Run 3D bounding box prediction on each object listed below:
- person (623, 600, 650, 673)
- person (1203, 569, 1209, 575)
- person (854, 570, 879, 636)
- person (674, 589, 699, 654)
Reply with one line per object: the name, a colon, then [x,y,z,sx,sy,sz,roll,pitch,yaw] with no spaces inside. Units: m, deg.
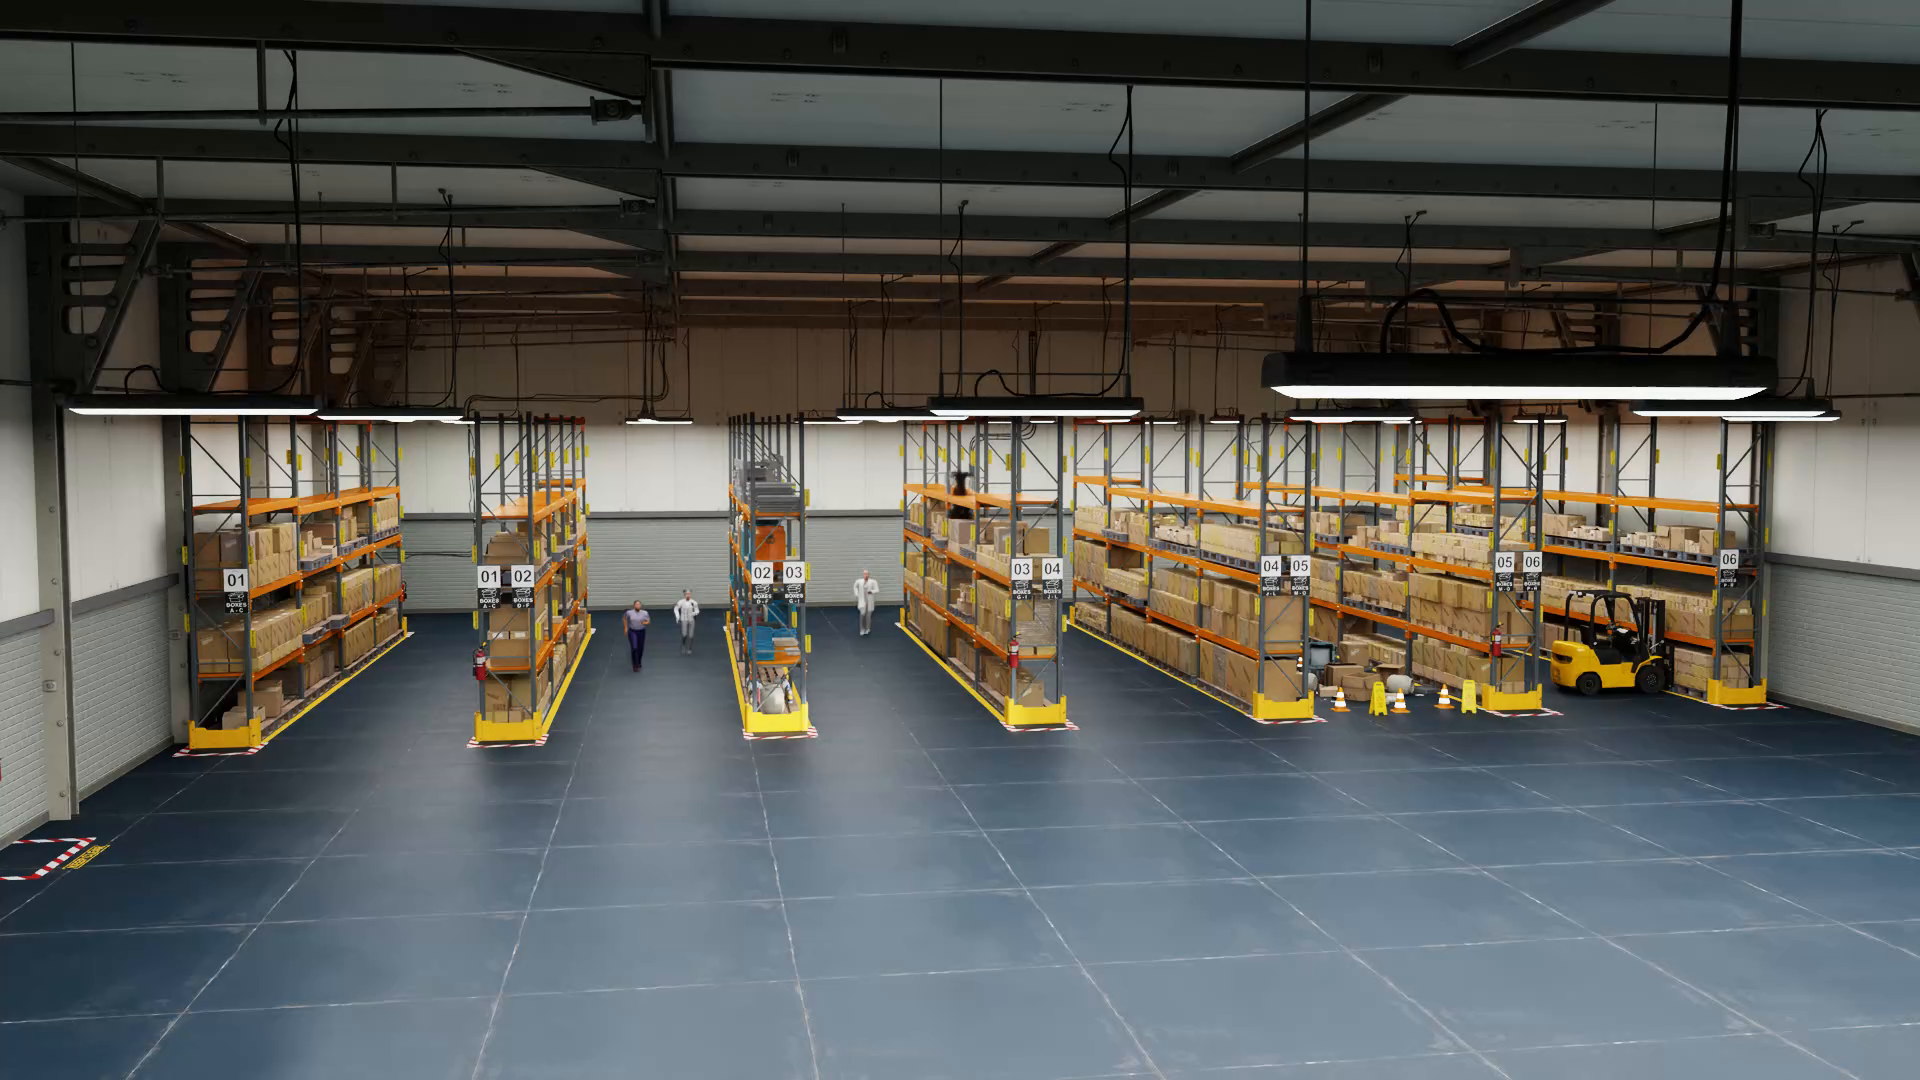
person: [-7.578,2.248,39.041,0.592,1.708,0.839,-1,4,-21]
person: [7.616,1.477,51.342,0.609,1.560,0.557,-1,4,-11]
person: [-2.573,1.734,45.741,0.685,1.831,0.802,0,4,-4]
person: [-6.836,2.041,41.685,0.608,1.655,0.618,-1,4,-14]
